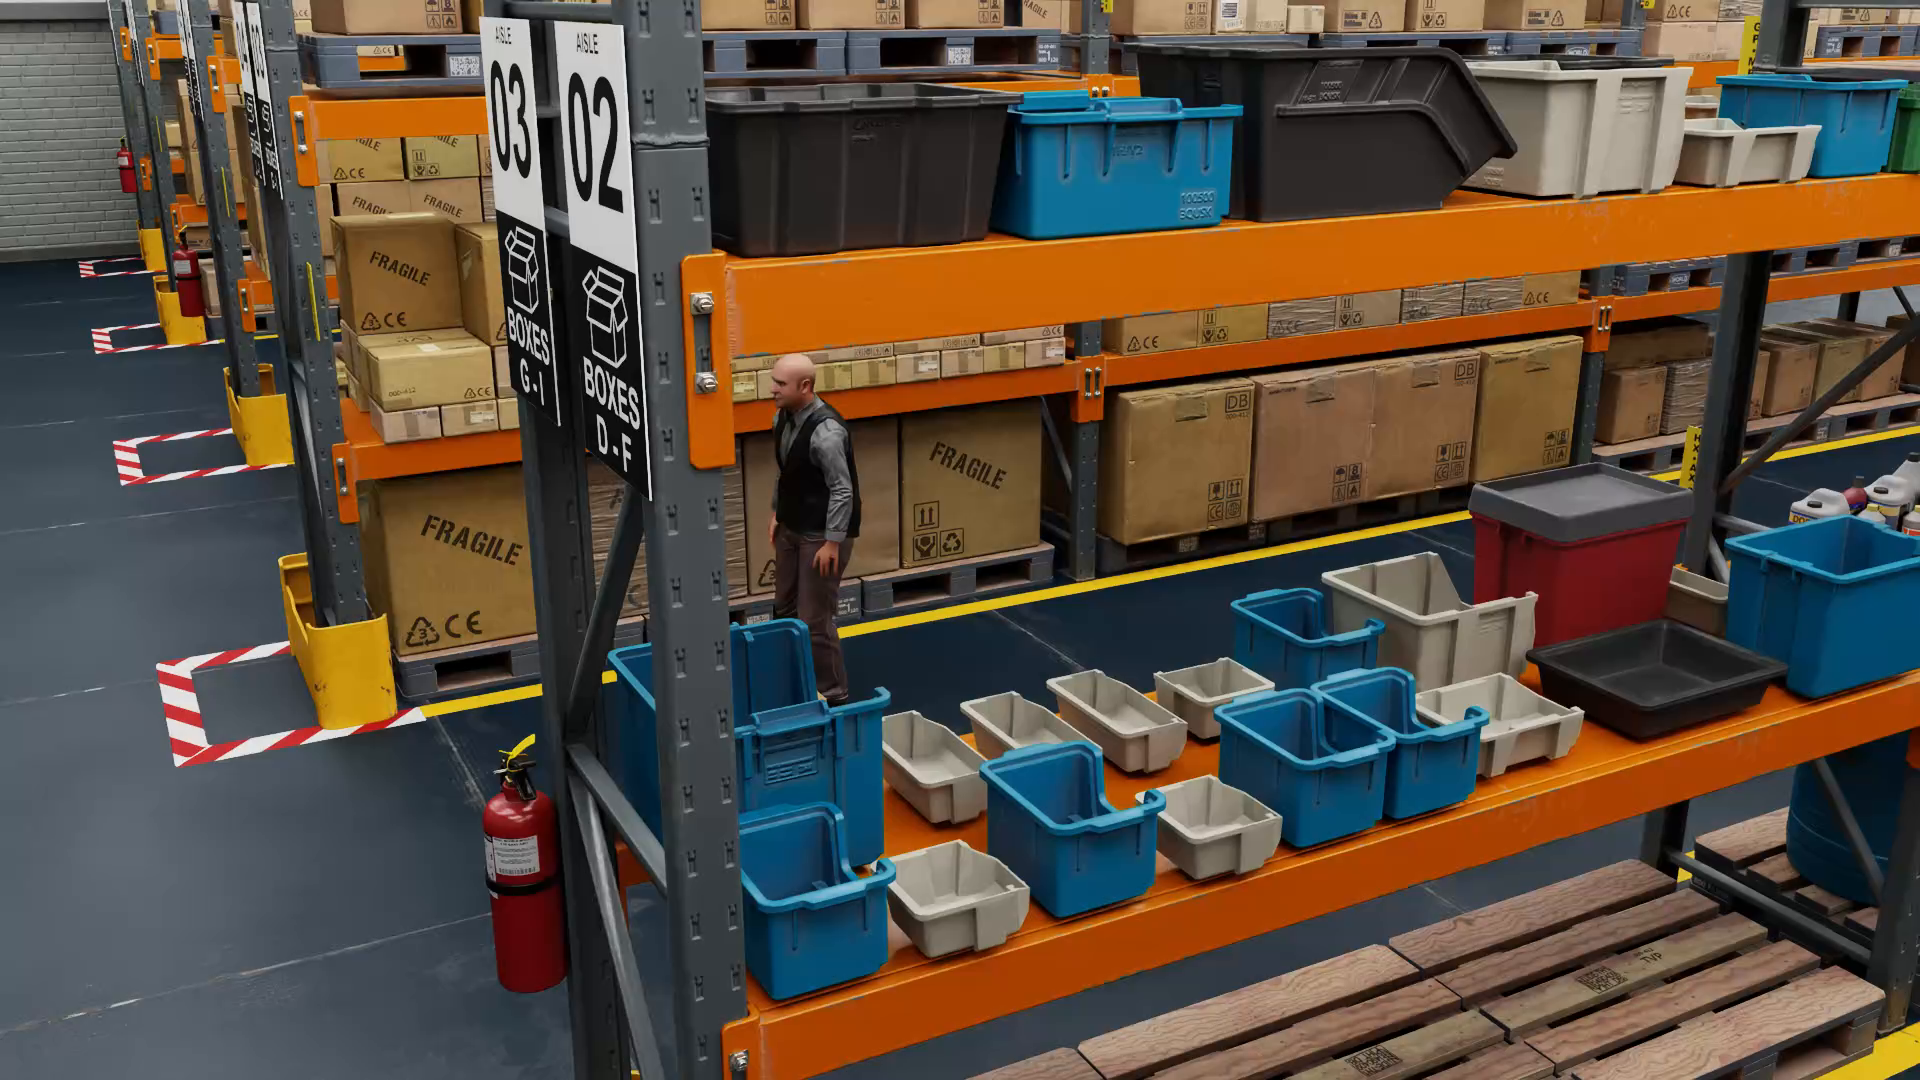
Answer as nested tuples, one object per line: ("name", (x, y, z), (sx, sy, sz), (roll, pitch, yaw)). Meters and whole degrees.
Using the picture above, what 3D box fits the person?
("person", (-0.679, -0.025, 7.672), (0.415, 1.721, 0.594), (-11, 21, -30))
